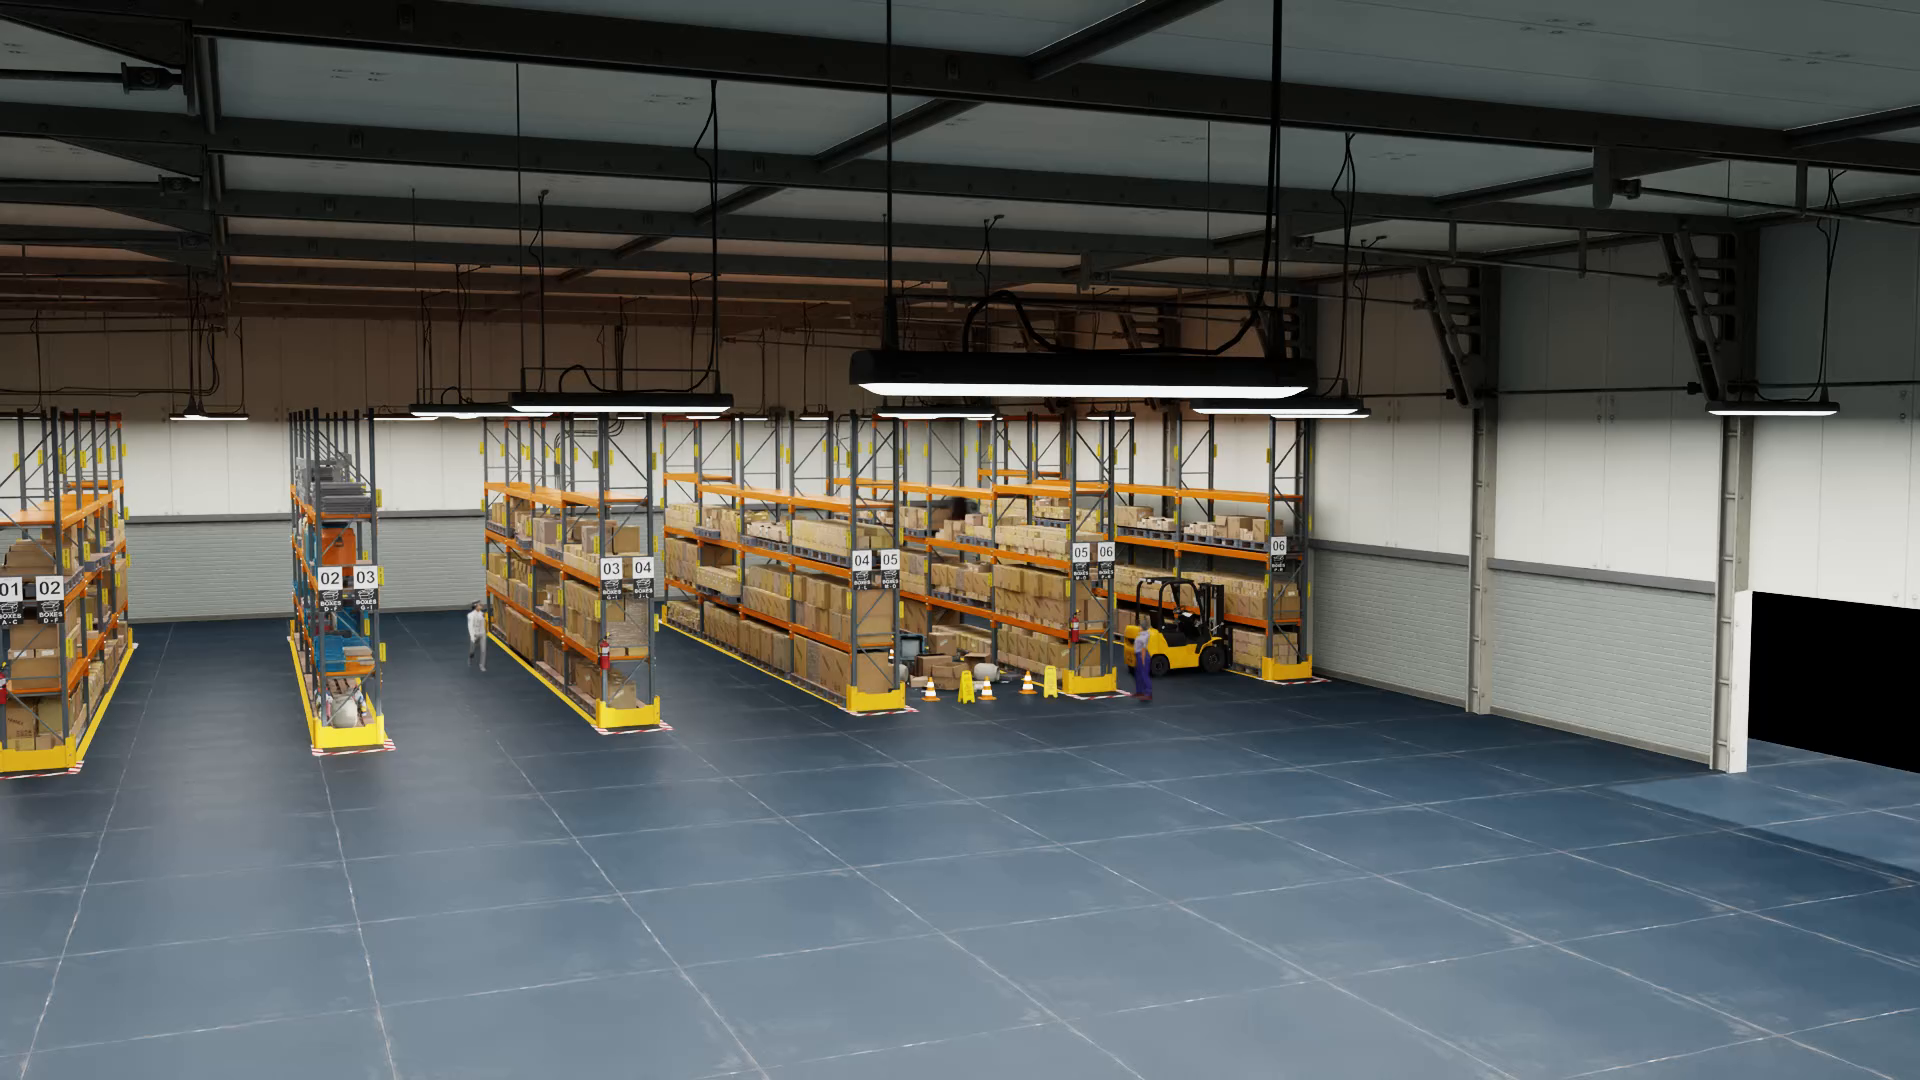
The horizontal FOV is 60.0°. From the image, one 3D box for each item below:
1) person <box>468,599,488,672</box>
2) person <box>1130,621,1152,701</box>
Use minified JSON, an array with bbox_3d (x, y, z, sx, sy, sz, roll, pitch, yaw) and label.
[{"bbox_3d":[-11.167,2.189,38.484,0.443,1.653,0.707,-2,4,-24],"label":"person"},{"bbox_3d":[3.755,2.482,34.499,0.402,1.657,0.687,0,4,-4],"label":"person"}]
